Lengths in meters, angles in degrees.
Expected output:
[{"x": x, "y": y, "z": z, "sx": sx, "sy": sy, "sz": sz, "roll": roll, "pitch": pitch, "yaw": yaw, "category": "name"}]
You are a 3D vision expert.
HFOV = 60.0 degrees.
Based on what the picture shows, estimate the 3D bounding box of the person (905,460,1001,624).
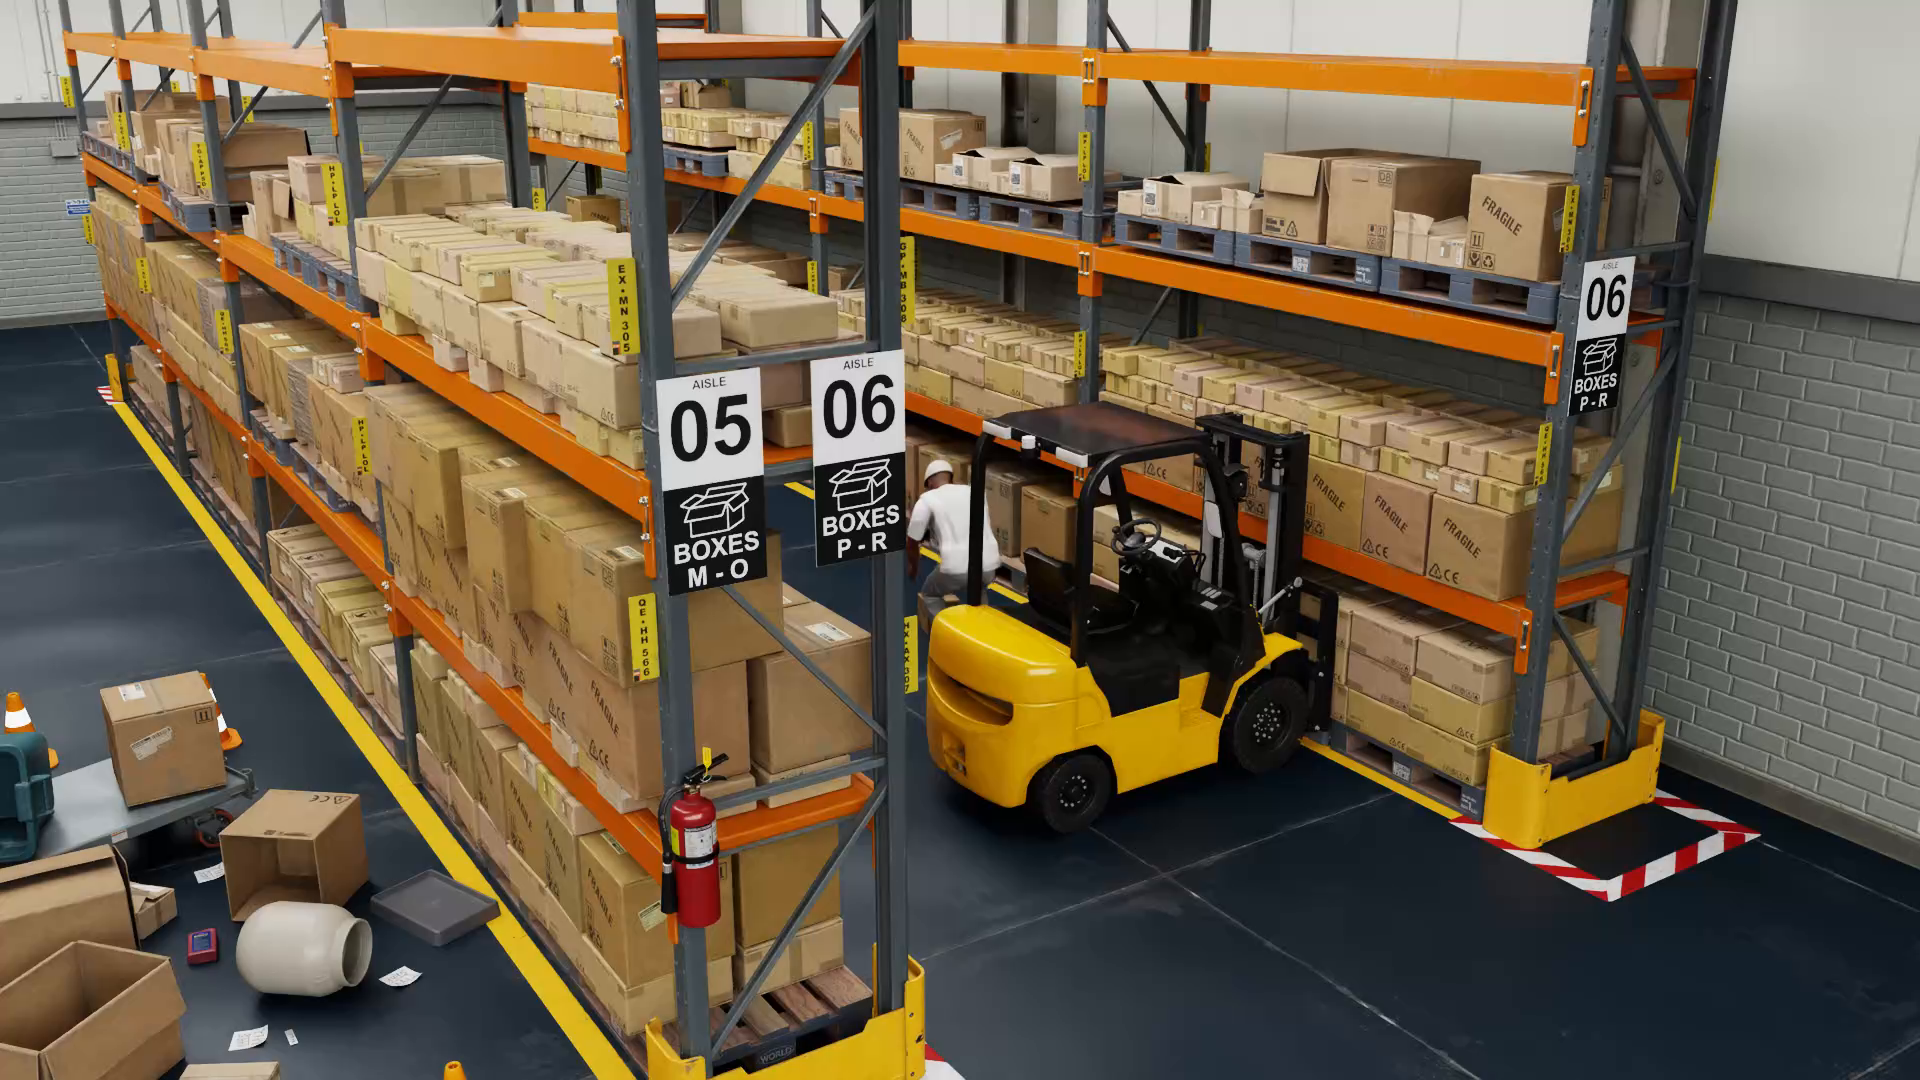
[{"x": -0.050, "y": 0.147, "z": 11.752, "sx": 0.631, "sy": 1.343, "sz": 0.787, "roll": -6, "pitch": 19, "yaw": -19, "category": "person"}]
